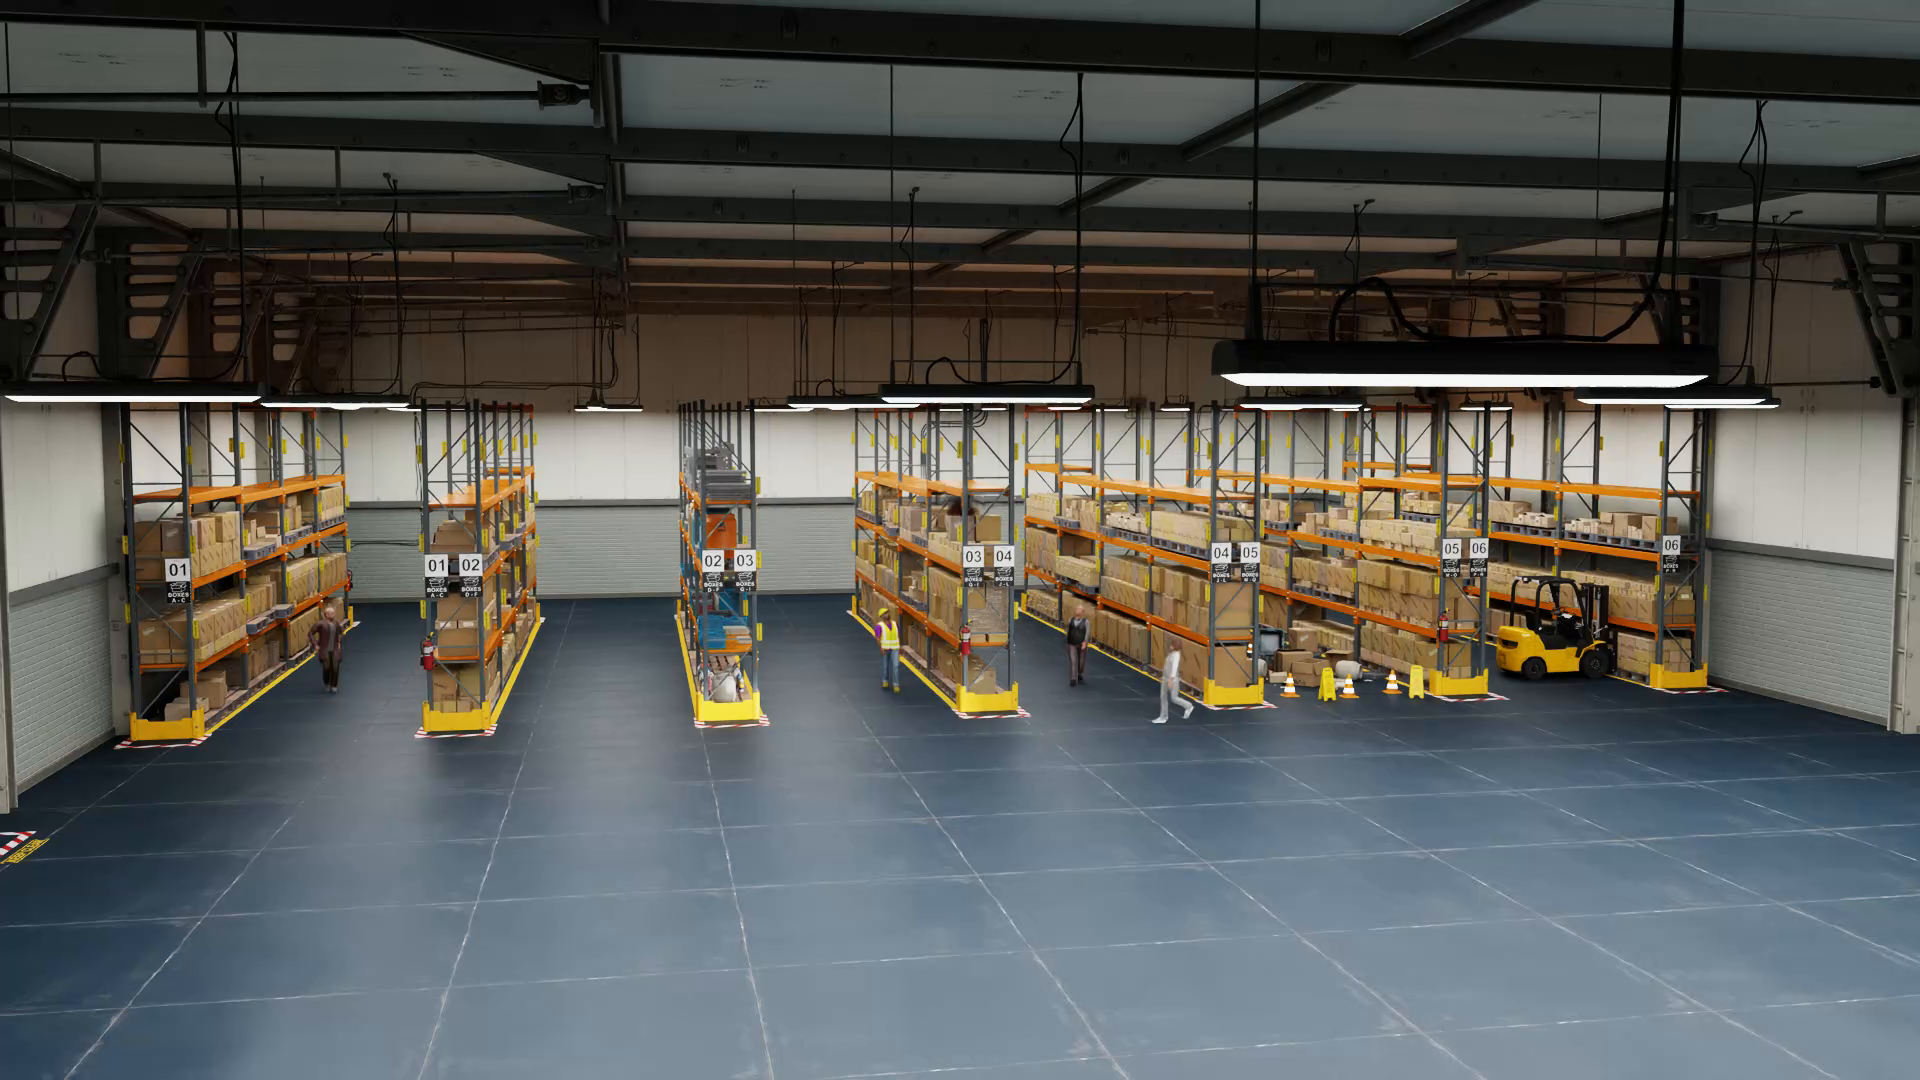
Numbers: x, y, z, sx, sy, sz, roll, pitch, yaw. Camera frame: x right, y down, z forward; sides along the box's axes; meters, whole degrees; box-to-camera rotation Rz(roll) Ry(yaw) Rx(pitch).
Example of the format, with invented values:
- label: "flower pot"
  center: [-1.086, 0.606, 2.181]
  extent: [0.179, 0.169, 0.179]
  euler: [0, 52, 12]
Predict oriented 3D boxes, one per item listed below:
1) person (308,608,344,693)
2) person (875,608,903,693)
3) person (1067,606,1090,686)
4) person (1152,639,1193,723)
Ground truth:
- label: "person"
  center: [-13.023, 2.299, 34.203]
  extent: [0.702, 1.754, 0.535]
  euler: [-2, 5, -26]
- label: "person"
  center: [-1.455, 2.261, 34.371]
  extent: [0.598, 1.678, 1.031]
  euler: [-1, 4, -9]
- label: "person"
  center: [2.507, 2.229, 35.168]
  extent: [0.497, 1.659, 1.045]
  euler: [0, 4, 1]
- label: "person"
  center: [3.960, 2.610, 30.834]
  extent: [0.760, 1.563, 0.403]
  euler: [-3, 5, -32]
